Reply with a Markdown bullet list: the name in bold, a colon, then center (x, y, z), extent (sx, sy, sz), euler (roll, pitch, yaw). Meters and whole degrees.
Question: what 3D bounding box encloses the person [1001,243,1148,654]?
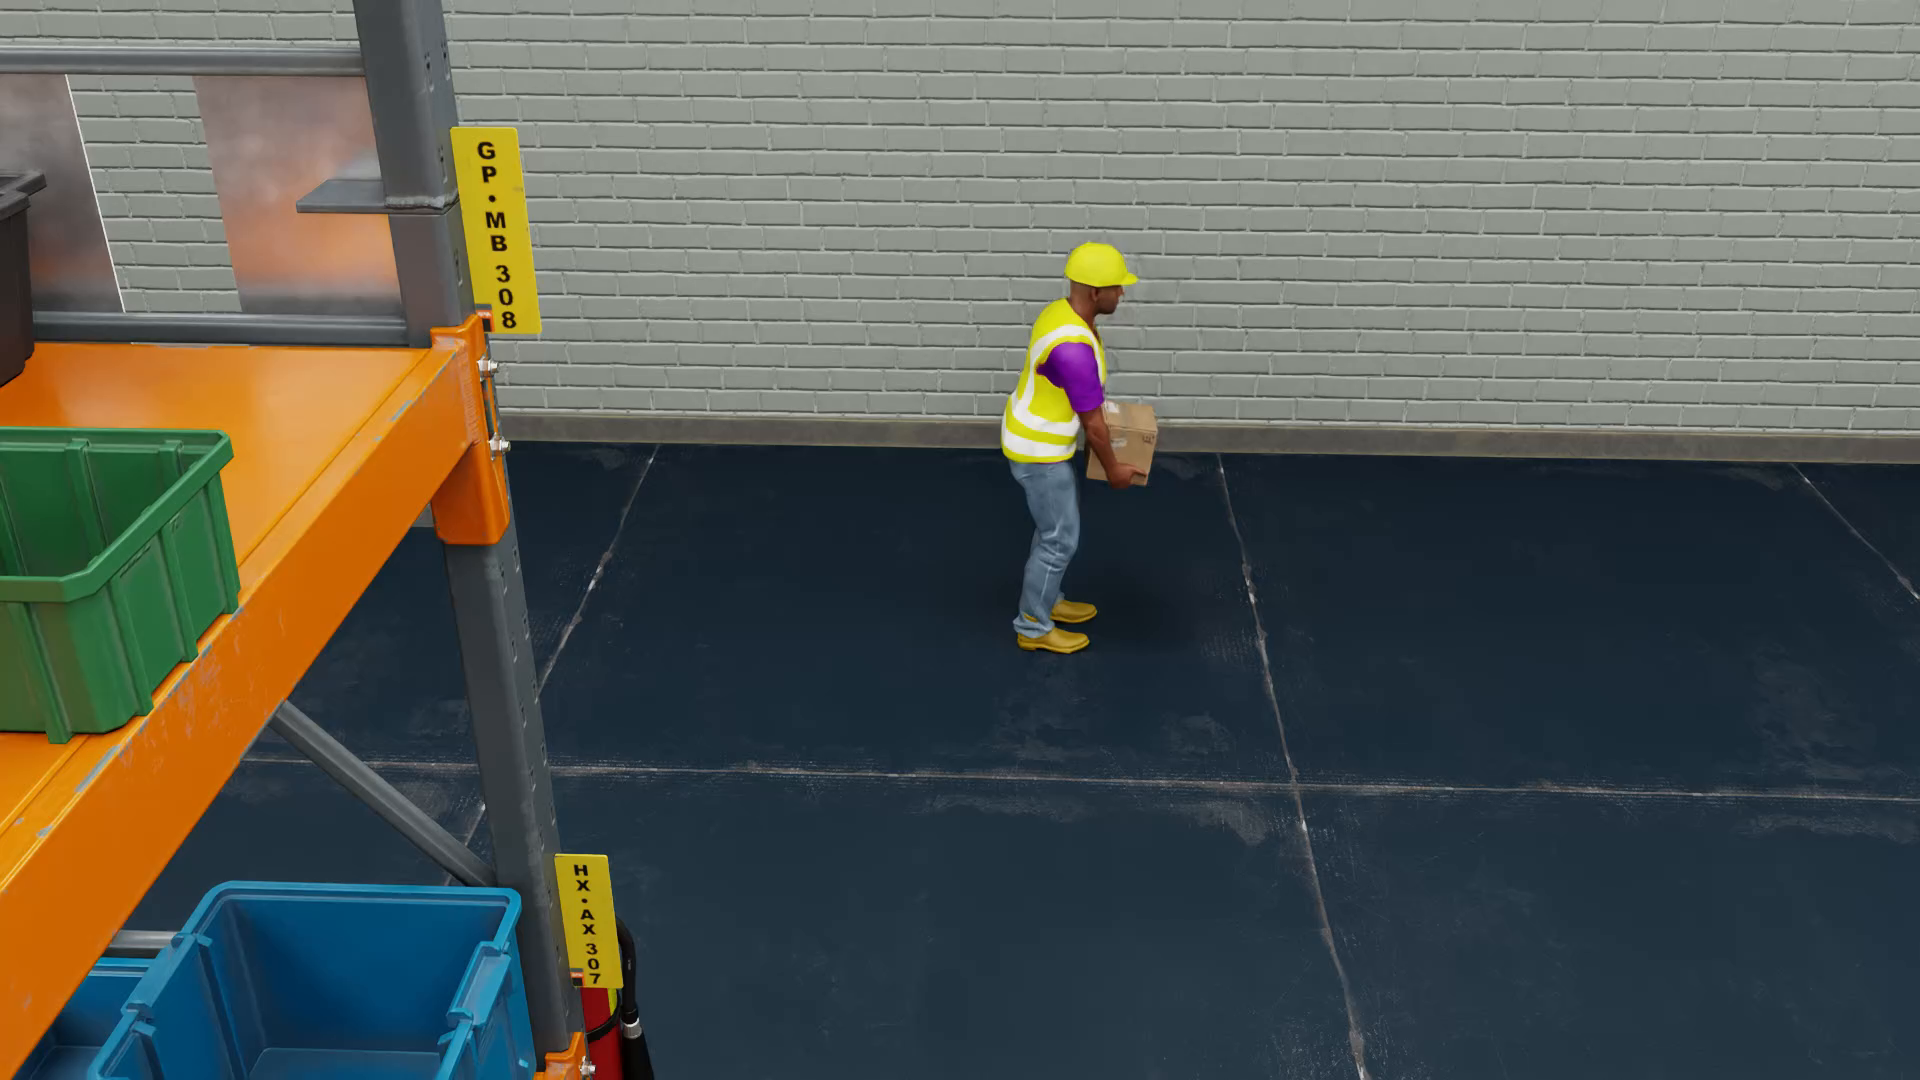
- **person**: center (0.467, -0.381, 6.849), extent (0.600, 1.736, 0.497), euler (0, 28, 1)
